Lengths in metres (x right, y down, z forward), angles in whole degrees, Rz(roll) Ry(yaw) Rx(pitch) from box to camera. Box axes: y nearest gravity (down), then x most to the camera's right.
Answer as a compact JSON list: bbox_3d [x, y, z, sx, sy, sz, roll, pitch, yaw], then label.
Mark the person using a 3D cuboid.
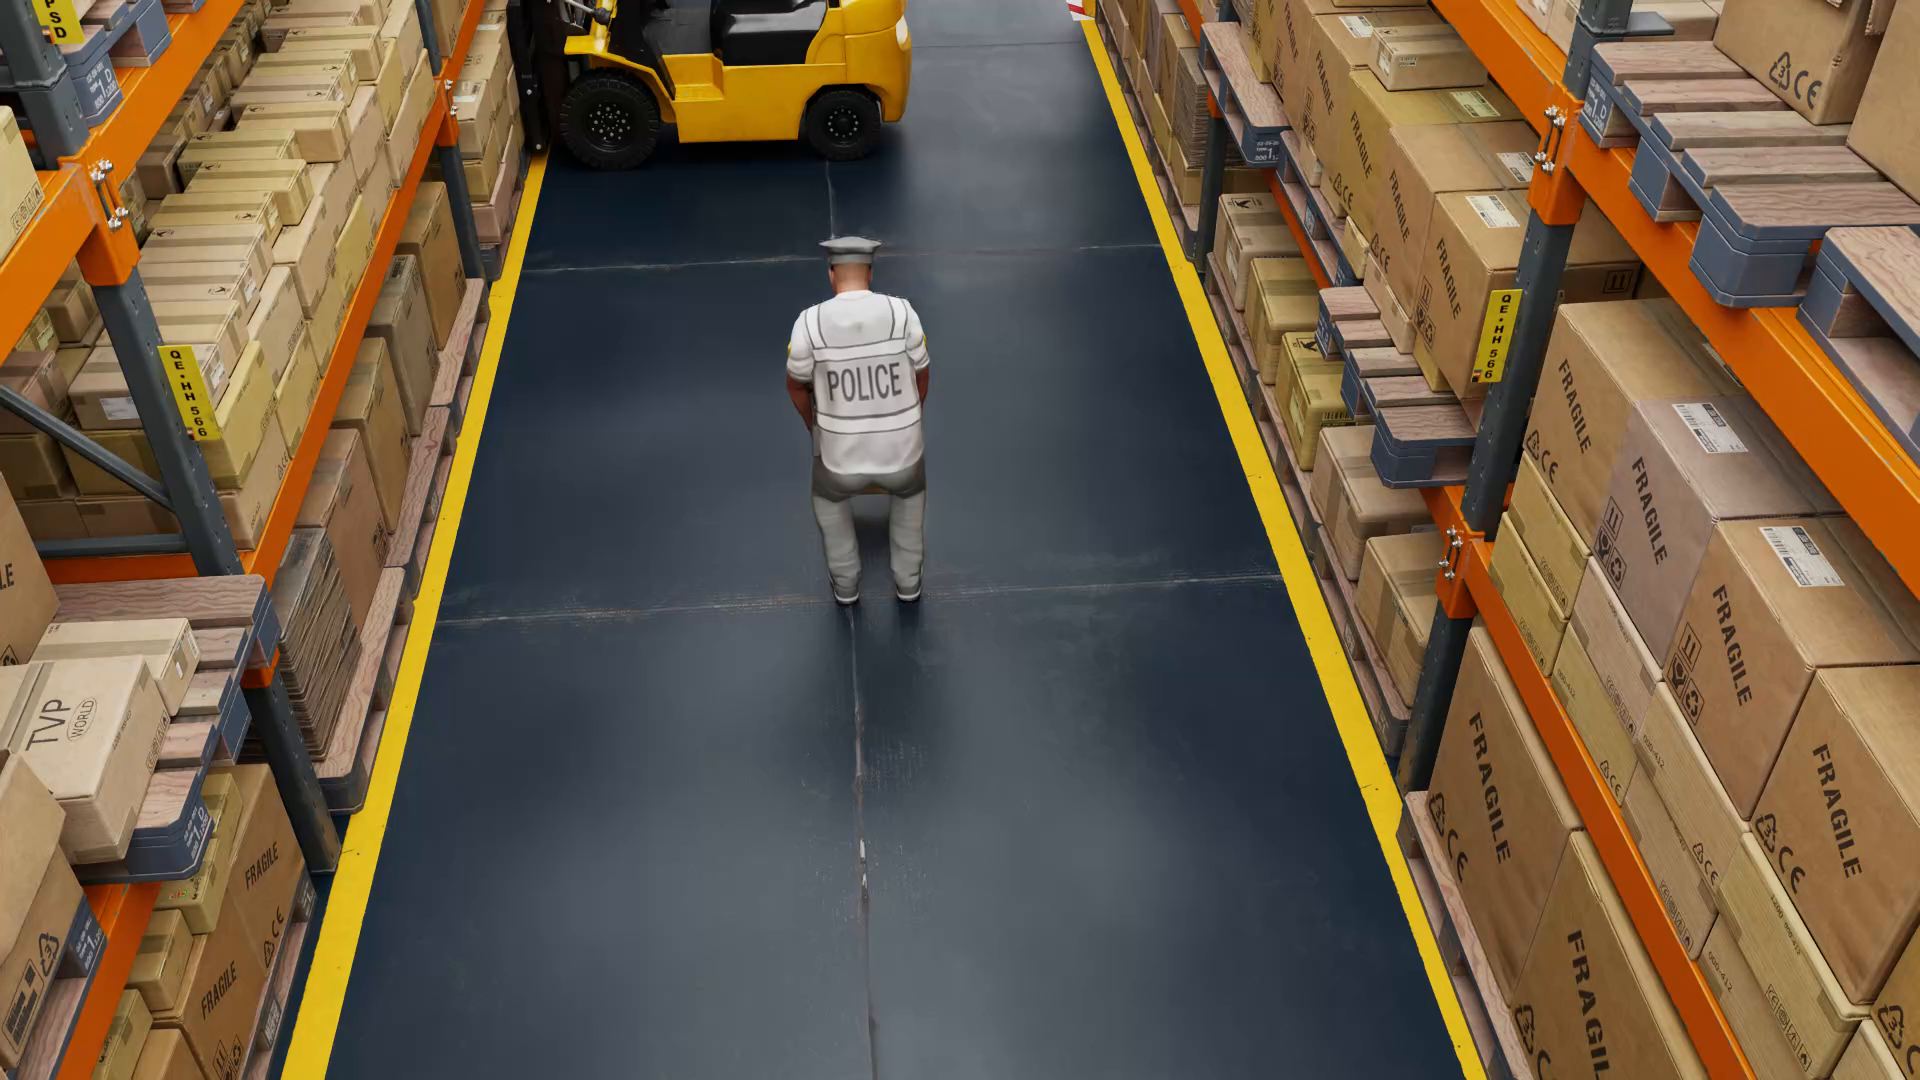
[{"bbox_3d":[-0.409,-0.448,6.841,0.581,1.594,0.658,-3,39,-3],"label":"person"}]
